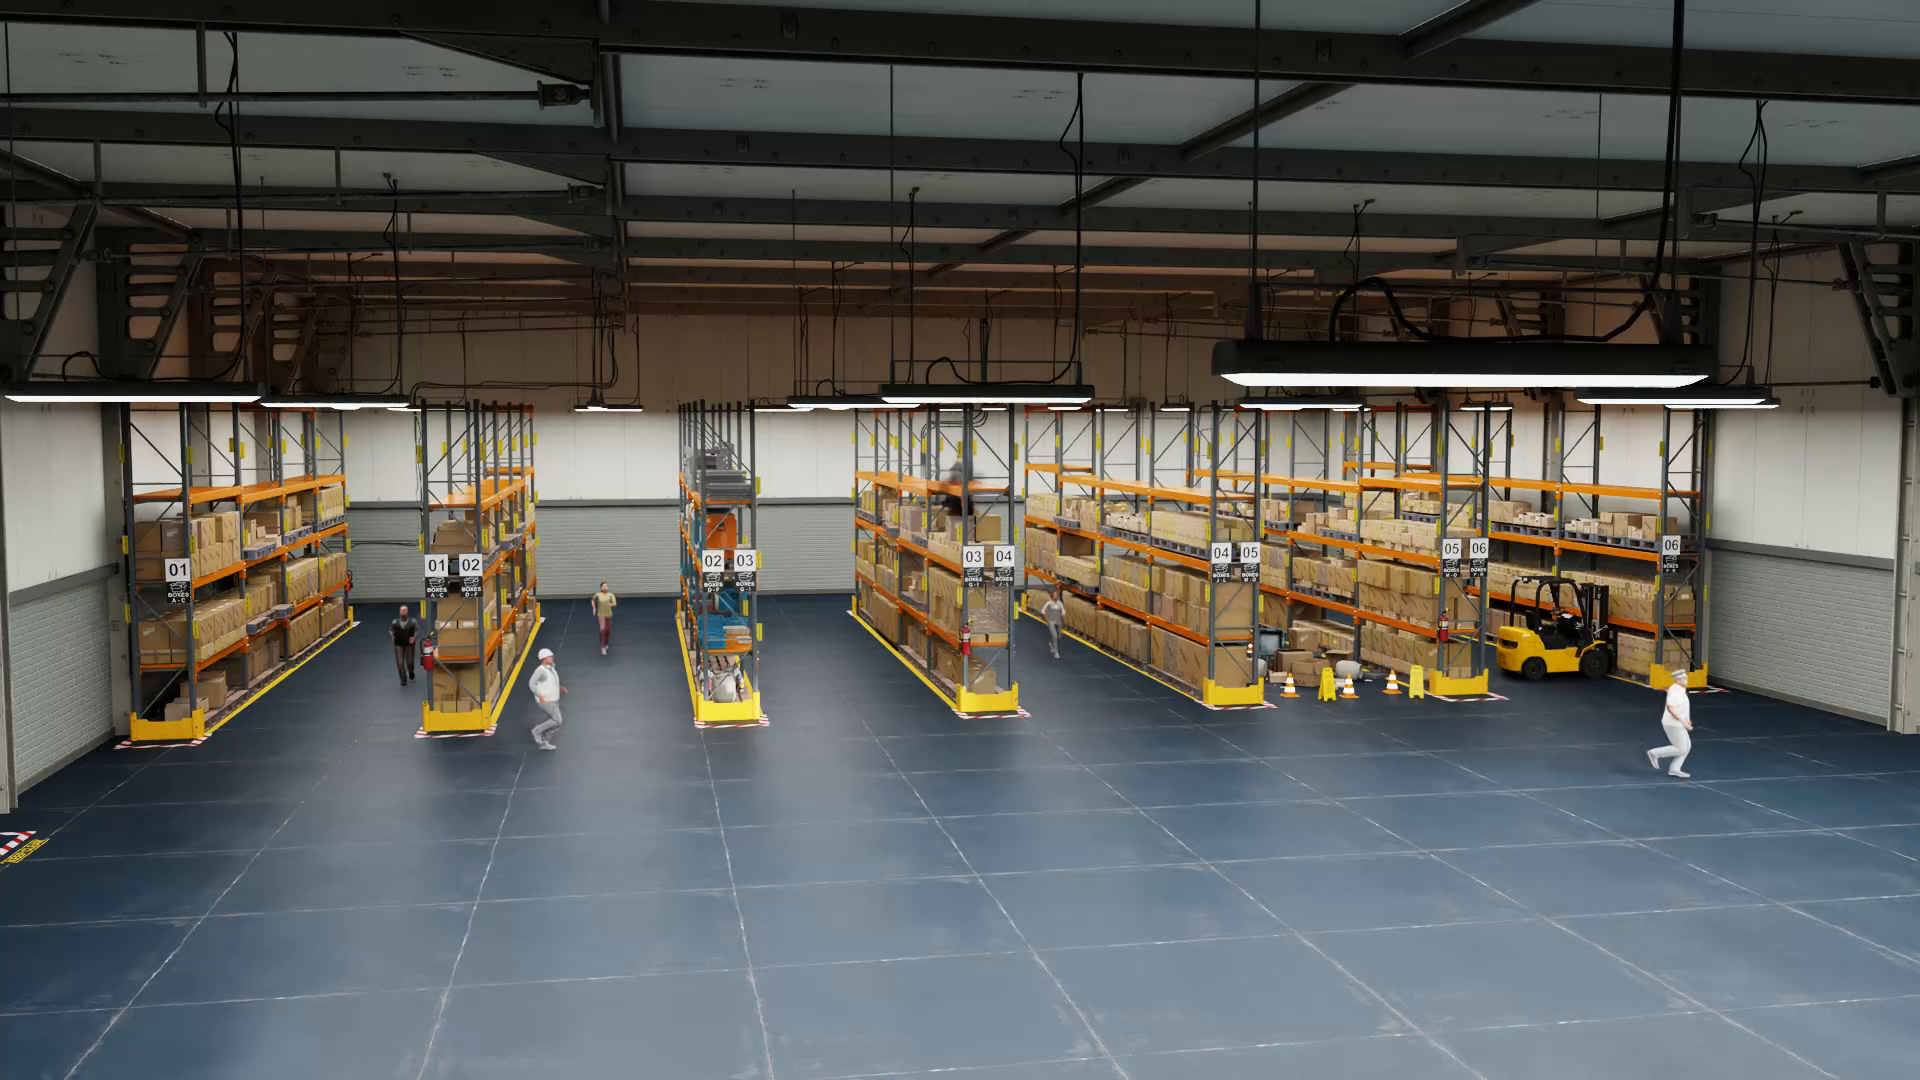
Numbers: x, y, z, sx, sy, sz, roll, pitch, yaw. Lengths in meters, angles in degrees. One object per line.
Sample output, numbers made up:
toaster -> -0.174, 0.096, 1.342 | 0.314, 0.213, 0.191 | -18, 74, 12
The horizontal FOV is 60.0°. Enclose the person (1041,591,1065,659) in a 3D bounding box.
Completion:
person -> 2.218, 1.974, 39.243 | 0.548, 1.568, 0.805 | -1, 5, -17

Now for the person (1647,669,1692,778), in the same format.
person -> 11.231, 2.882, 26.291 | 0.652, 1.733, 0.650 | 2, 5, 24

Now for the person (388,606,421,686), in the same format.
person -> -11.766, 2.230, 35.210 | 0.657, 1.671, 0.612 | -1, 4, -12

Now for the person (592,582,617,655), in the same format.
person -> -8.540, 1.859, 39.992 | 0.552, 1.715, 0.830 | -2, 5, -23

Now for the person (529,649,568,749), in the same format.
person -> -6.995, 2.719, 28.372 | 0.573, 1.731, 0.658 | 1, 4, 10
